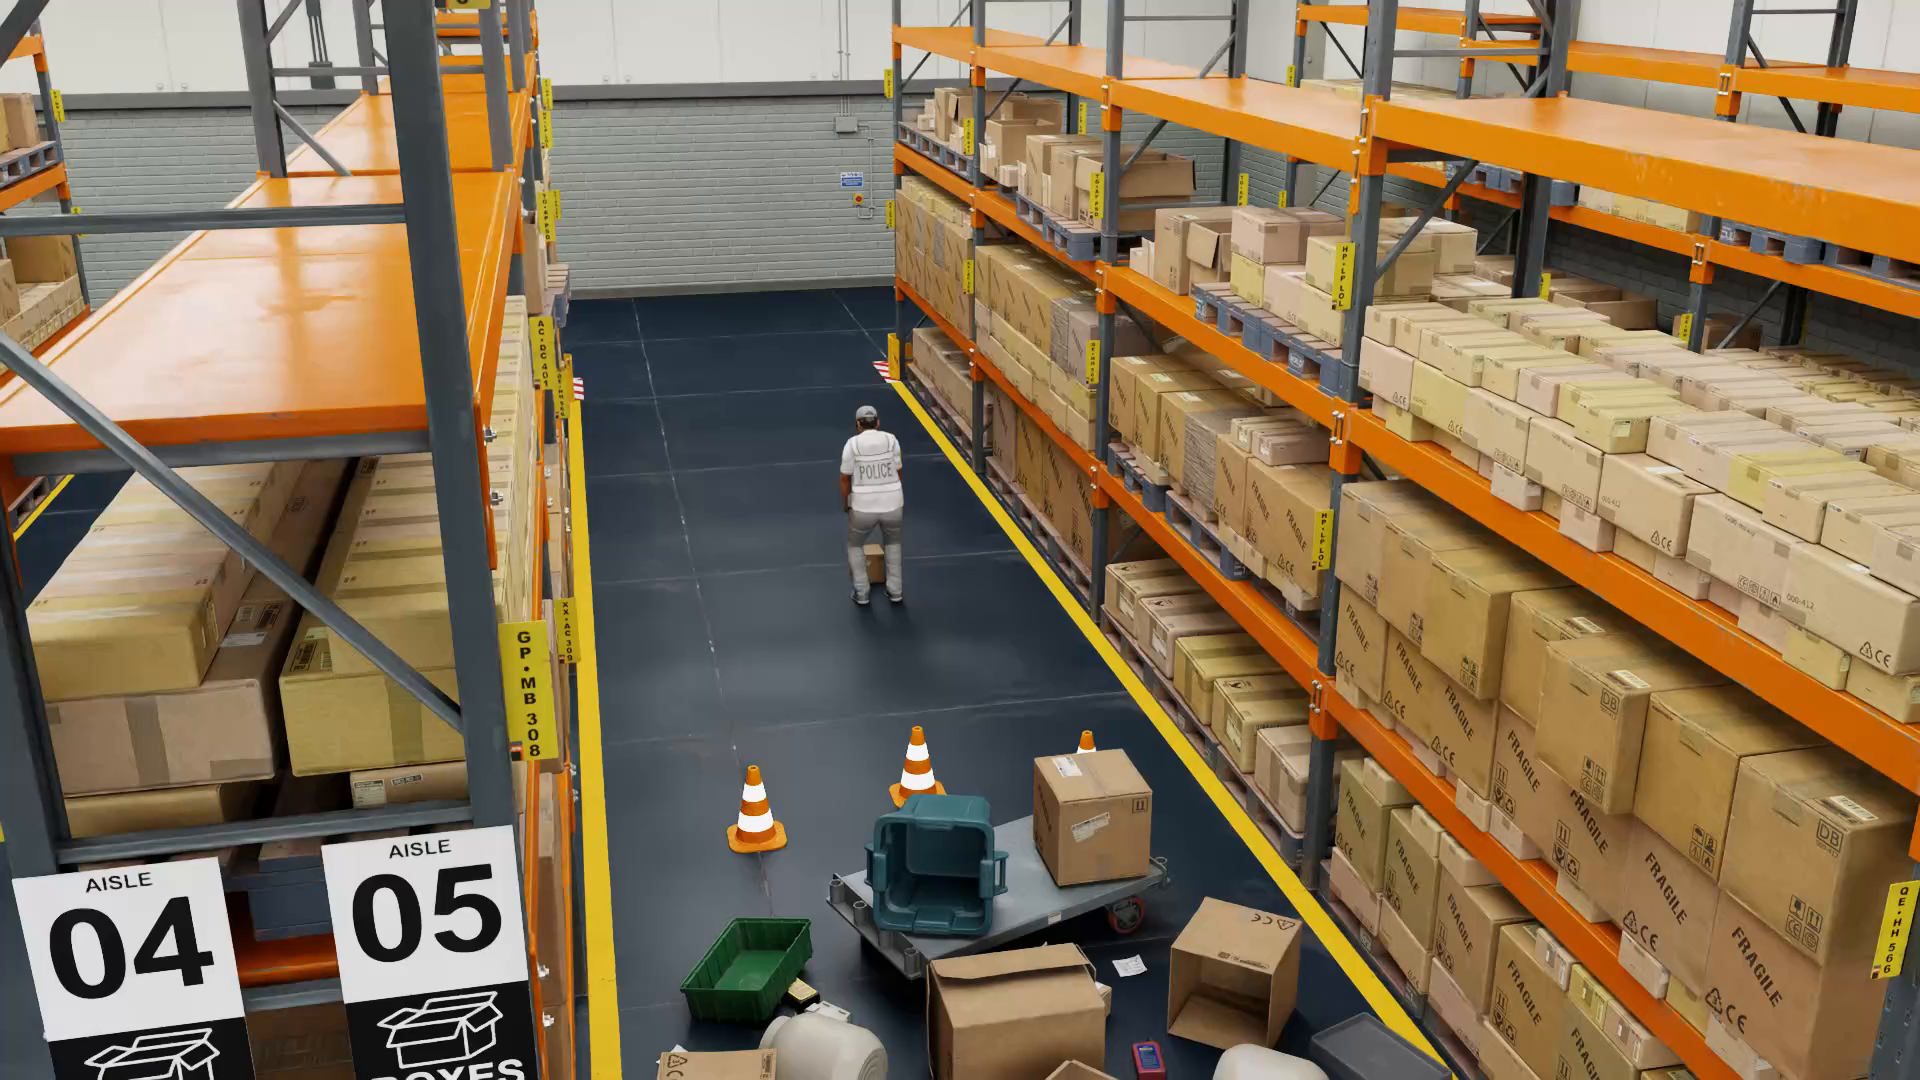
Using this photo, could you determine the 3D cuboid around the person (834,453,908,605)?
[{"bbox_3d":[-0.718,-0.074,13.362,0.537,1.122,0.828,-5,20,-13],"label":"person"}]
